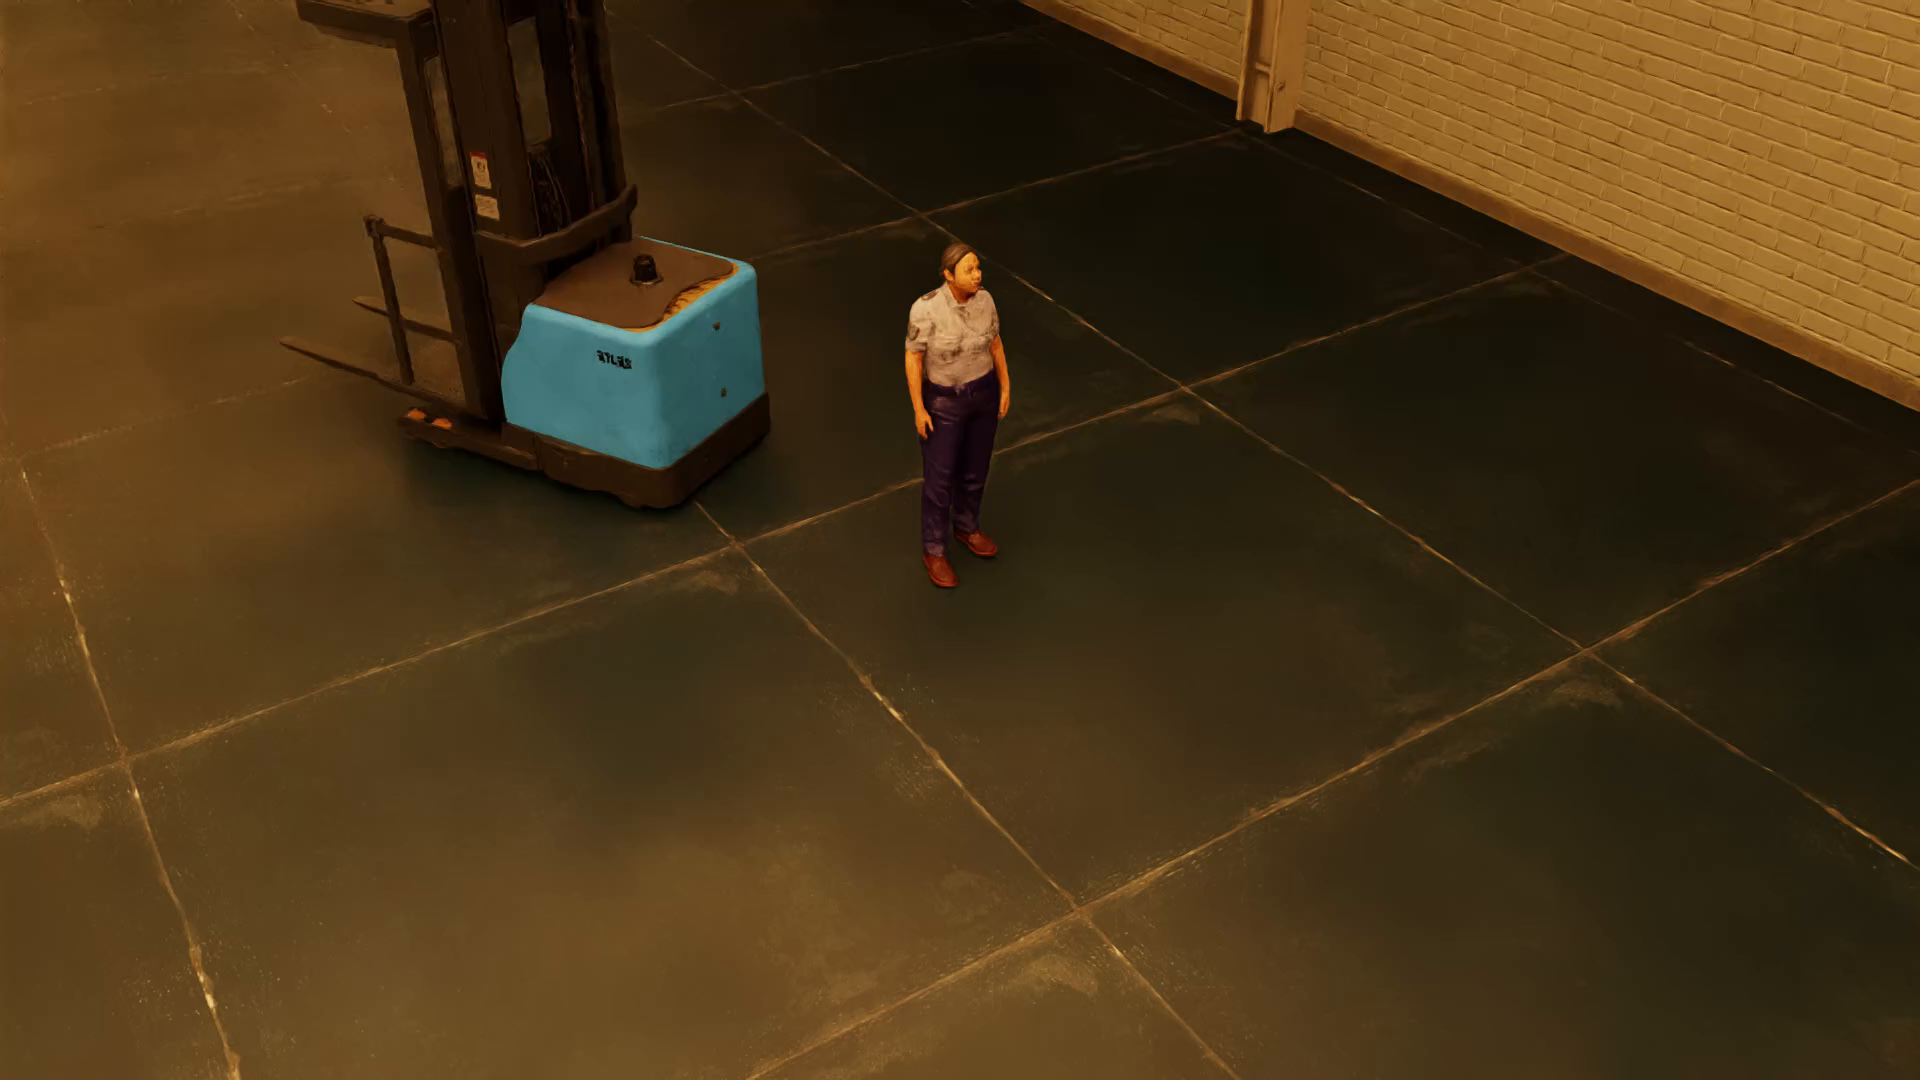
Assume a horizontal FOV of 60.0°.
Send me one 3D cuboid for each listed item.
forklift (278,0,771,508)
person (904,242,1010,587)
[{"bbox_3d":[-2.623,-1.970,8.952,3.031,2.935,1.130,17,39,23],"label":"forklift"},{"bbox_3d":[0.030,-0.625,8.150,0.599,1.640,0.502,-21,40,-27],"label":"person"}]
